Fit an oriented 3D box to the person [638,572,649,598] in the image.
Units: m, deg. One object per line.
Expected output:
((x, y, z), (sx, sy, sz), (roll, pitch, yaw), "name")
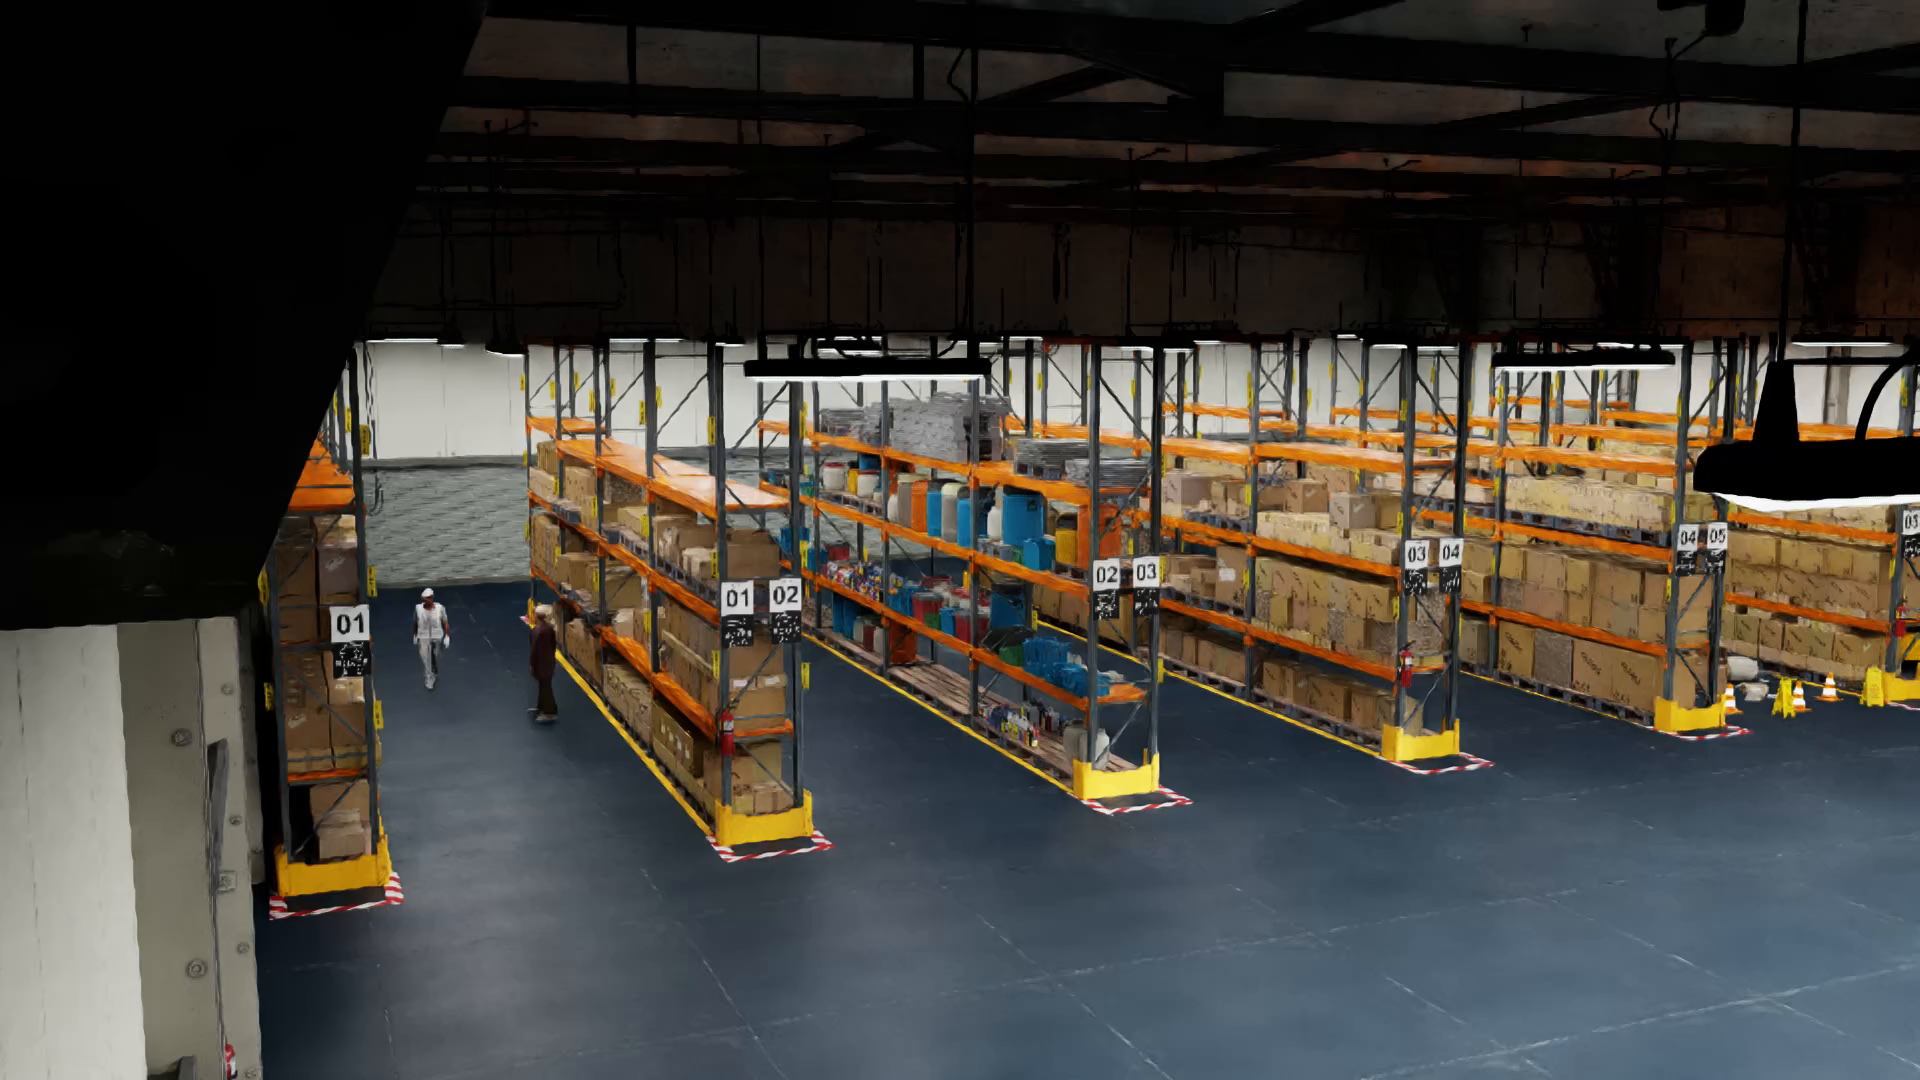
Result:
((-6.714, 0.888, 34.564), (0.543, 1.700, 1.115), (-3, 8, -20), "person")

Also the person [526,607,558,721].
((-6.650, 1.938, 26.334), (0.631, 1.775, 0.677), (1, 8, 10), "person")

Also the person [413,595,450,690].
((-9.087, 1.695, 28.596), (0.577, 1.697, 1.042), (-3, 8, -23), "person")

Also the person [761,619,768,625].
((-4.064, 1.126, 33.124), (0.495, 1.589, 1.086), (-3, 8, -20), "person")
